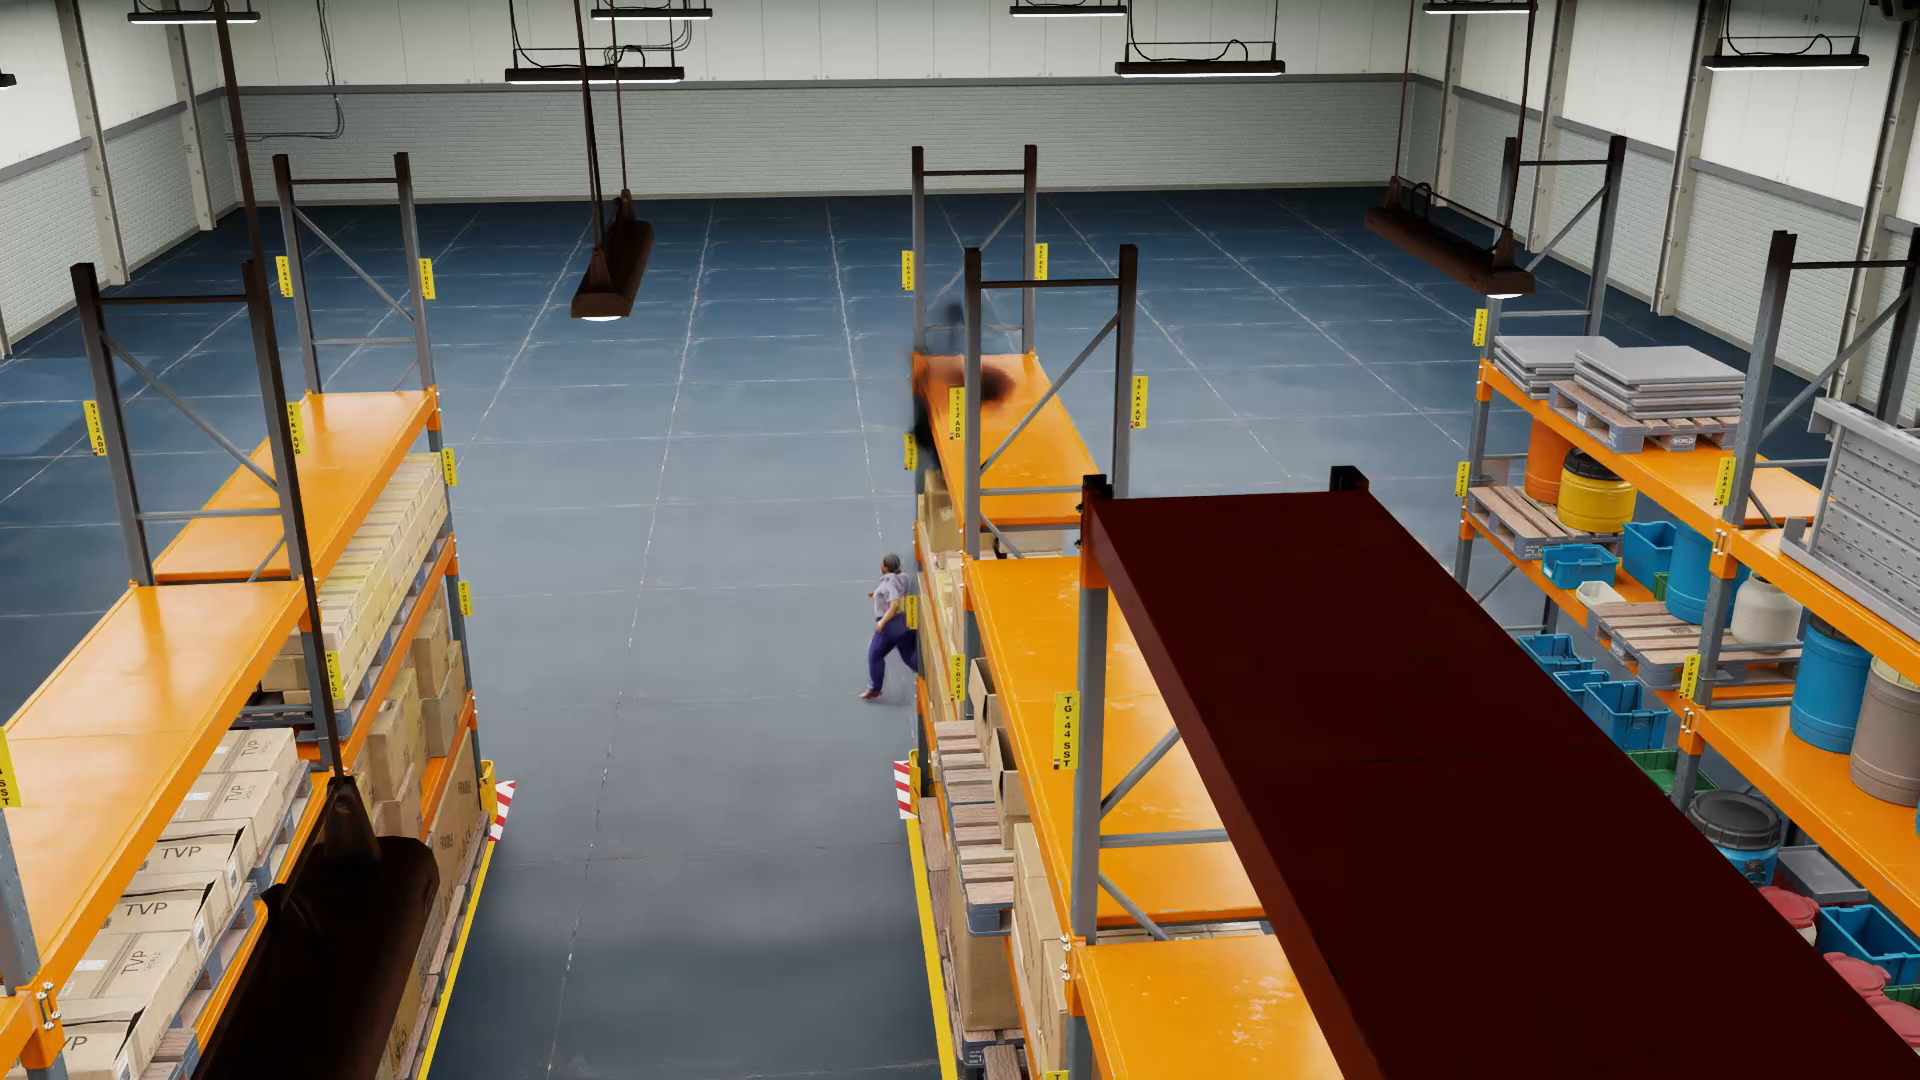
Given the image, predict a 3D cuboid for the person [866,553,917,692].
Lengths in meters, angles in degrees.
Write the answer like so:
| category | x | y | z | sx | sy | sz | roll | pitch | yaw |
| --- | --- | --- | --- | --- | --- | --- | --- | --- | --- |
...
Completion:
| category | x | y | z | sx | sy | sz | roll | pitch | yaw |
| --- | --- | --- | --- | --- | --- | --- | --- | --- | --- |
| person | -0.631 | 0.875 | 17.028 | 0.829 | 1.540 | 0.615 | 13 | 25 | 29 |
